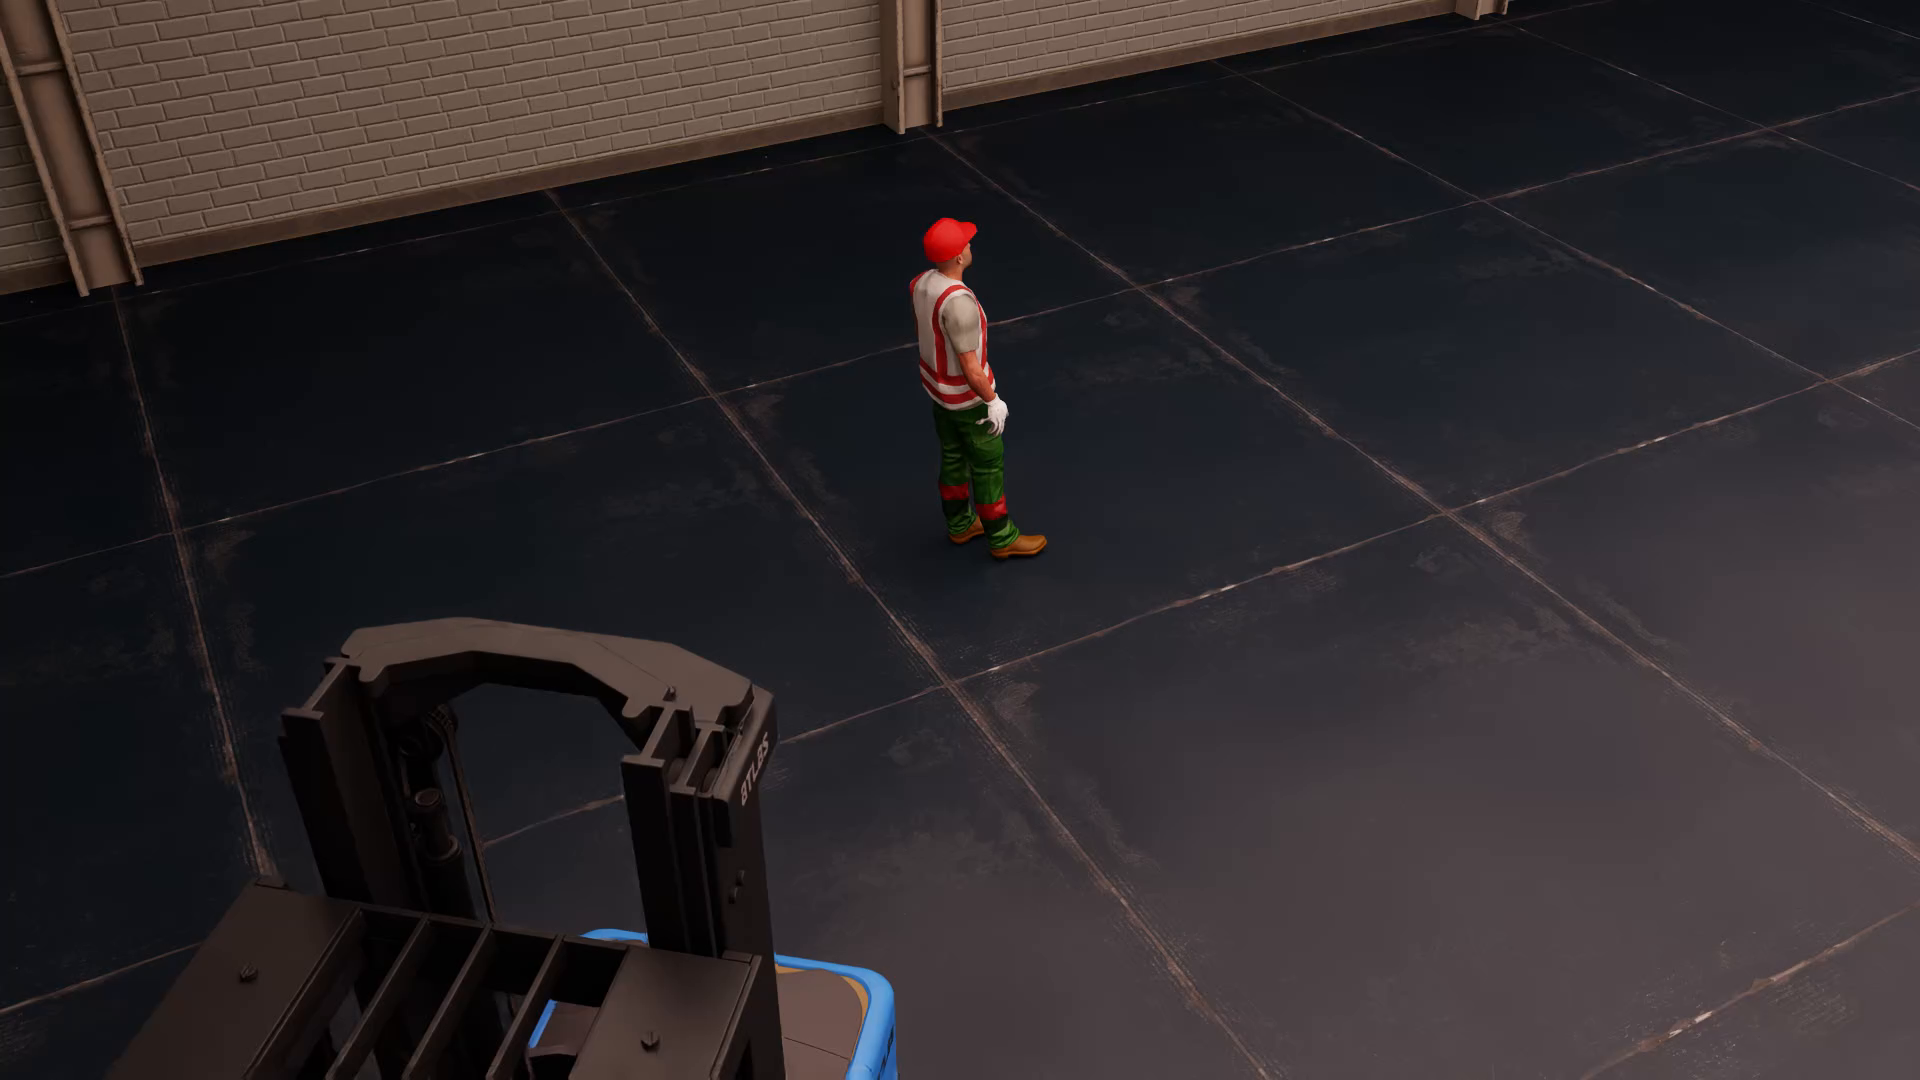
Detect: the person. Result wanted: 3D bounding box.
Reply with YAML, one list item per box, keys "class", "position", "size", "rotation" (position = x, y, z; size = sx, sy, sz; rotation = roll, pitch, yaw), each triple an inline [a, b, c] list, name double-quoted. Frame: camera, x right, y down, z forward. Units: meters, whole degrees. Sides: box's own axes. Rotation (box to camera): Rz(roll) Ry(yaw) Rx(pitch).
- class: "person"
  position: [0.077, -0.753, 8.164]
  size: [0.562, 1.790, 0.637]
  rotation: [-17, 39, -23]

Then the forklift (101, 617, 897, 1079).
- class: "forklift"
  position: [-0.971, 1.754, 3.642]
  size: [1.130, 2.935, 3.031]
  rotation: [7, 36, 9]
